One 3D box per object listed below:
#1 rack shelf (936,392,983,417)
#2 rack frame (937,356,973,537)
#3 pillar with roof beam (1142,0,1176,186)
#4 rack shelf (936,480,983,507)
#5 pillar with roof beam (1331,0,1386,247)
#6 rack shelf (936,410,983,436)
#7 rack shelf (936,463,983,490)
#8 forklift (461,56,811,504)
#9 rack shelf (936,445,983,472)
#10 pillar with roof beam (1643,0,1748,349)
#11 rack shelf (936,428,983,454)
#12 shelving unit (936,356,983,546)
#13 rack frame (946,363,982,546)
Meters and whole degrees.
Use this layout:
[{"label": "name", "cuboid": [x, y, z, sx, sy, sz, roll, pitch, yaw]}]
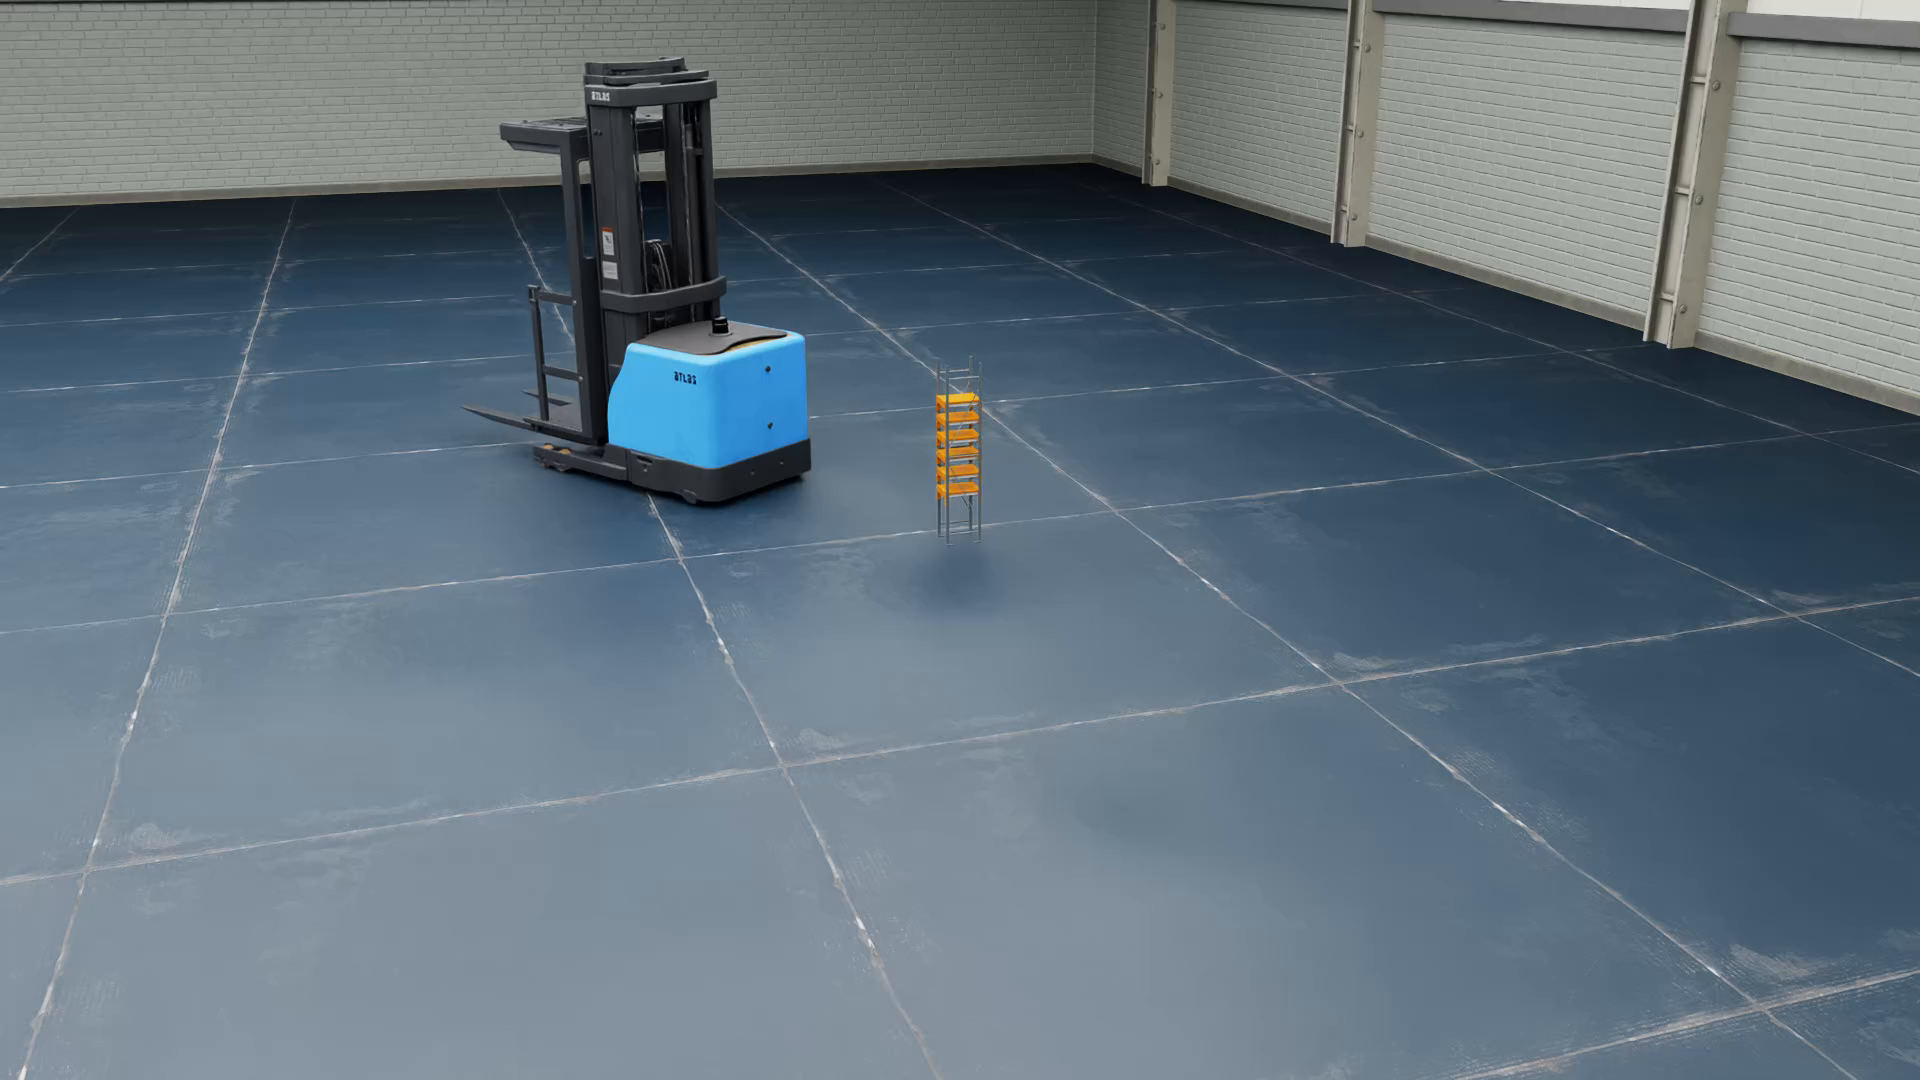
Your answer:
[{"label": "rack shelf", "cuboid": [-0.005, -0.866, 10.620, 0.258, 0.103, 0.180, -6, 21, -17]}, {"label": "rack frame", "cuboid": [-0.033, -0.599, 10.808, 0.240, 1.200, 0.006, -6, 21, -17]}, {"label": "pillar with roof beam", "cuboid": [-0.916, -9.556, 24.209, 9.100, 9.000, 0.400, -6, 21, -17]}, {"label": "rack shelf", "cuboid": [-0.005, -0.302, 10.823, 0.258, 0.103, 0.180, -6, 21, -17]}, {"label": "pillar with roof beam", "cuboid": [0.970, -7.630, 18.848, 9.100, 9.000, 0.400, -6, 21, -17]}, {"label": "rack shelf", "cuboid": [-0.005, -0.753, 10.660, 0.258, 0.103, 0.180, -6, 21, -17]}, {"label": "rack shelf", "cuboid": [-0.005, -0.415, 10.782, 0.258, 0.103, 0.180, -6, 21, -17]}, {"label": "forklift", "cuboid": [-2.566, -2.010, 12.177, 3.031, 2.935, 1.130, 15, 24, 35]}, {"label": "rack shelf", "cuboid": [-0.005, -0.528, 10.742, 0.258, 0.103, 0.180, -6, 21, -17]}, {"label": "pillar with roof beam", "cuboid": [2.856, -5.705, 13.488, 9.100, 9.000, 0.400, -6, 21, -17]}, {"label": "rack shelf", "cuboid": [-0.005, -0.640, 10.701, 0.258, 0.103, 0.180, -6, 21, -17]}, {"label": "shelving unit", "cuboid": [-0.005, -0.569, 10.727, 0.258, 1.200, 0.189, -6, 21, -17]}, {"label": "rack frame", "cuboid": [0.024, -0.540, 10.645, 0.240, 1.200, 0.006, -6, 21, -17]}]
